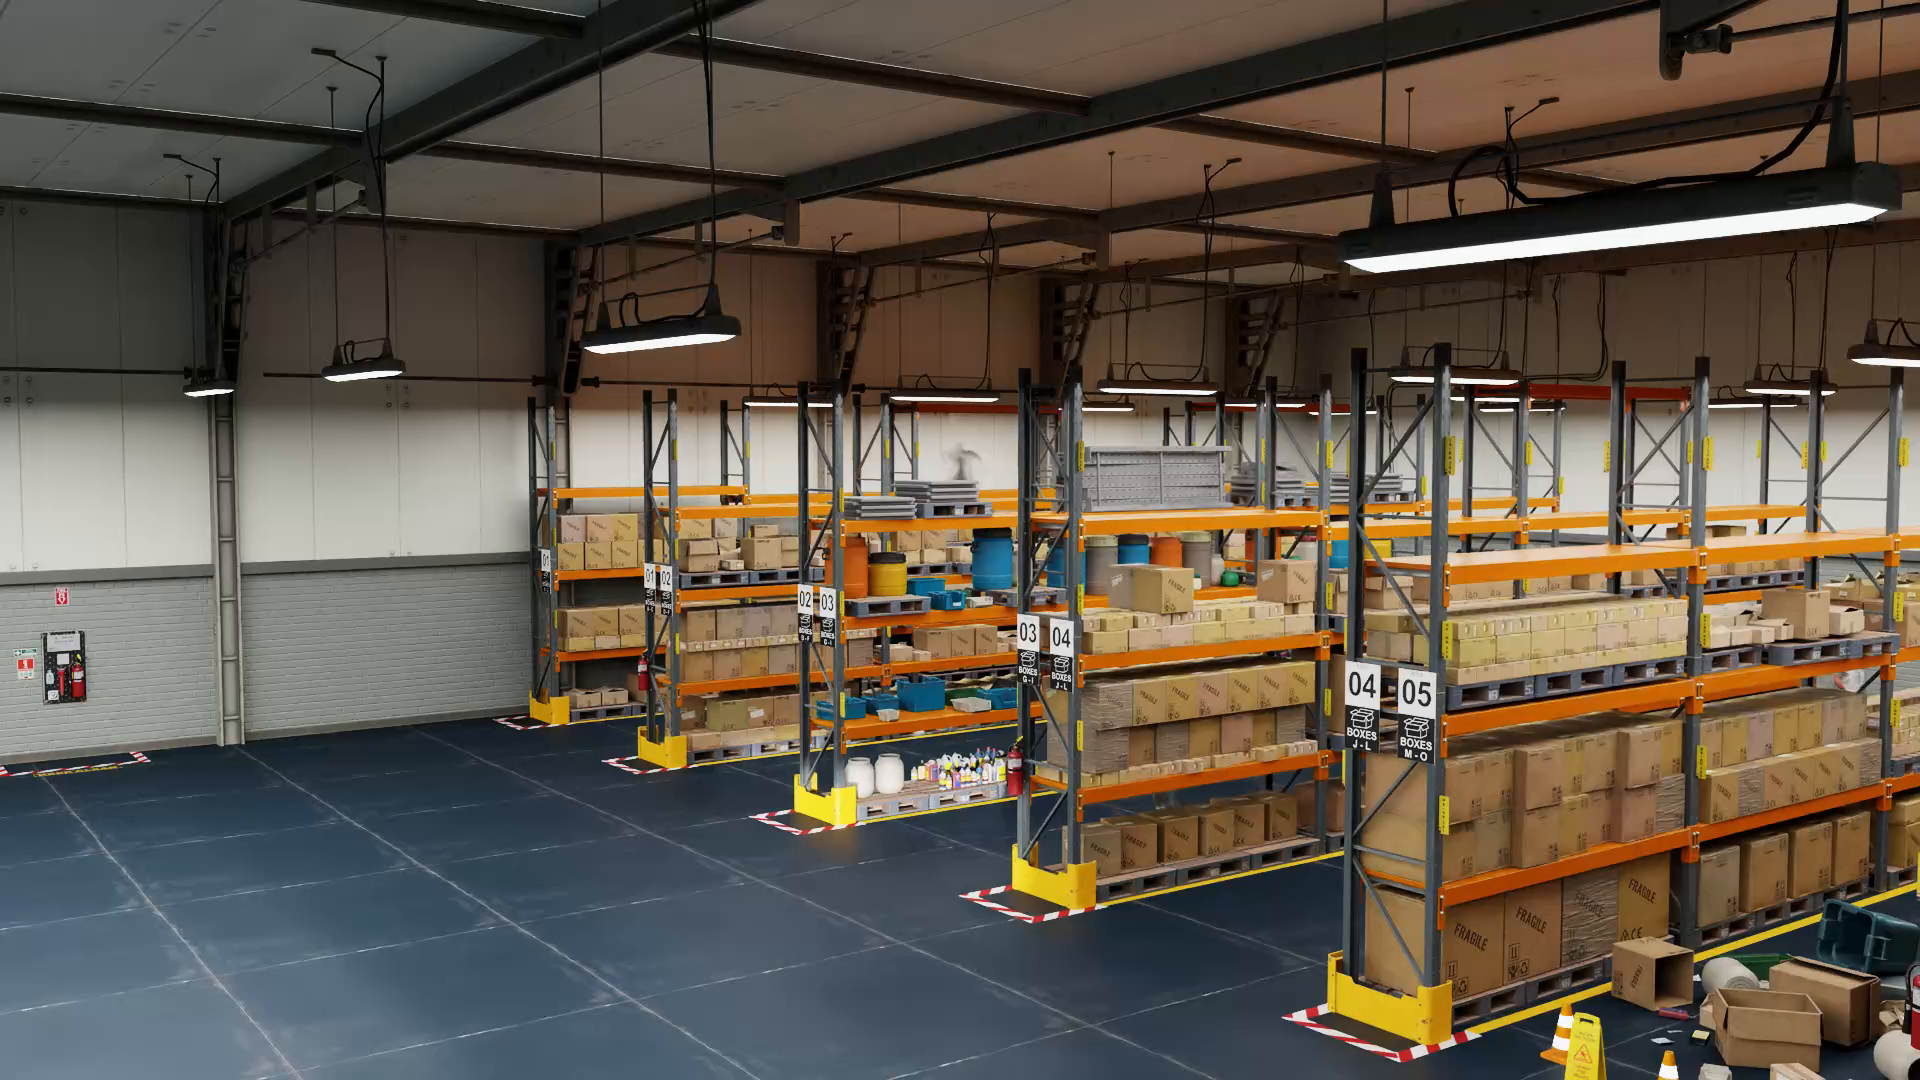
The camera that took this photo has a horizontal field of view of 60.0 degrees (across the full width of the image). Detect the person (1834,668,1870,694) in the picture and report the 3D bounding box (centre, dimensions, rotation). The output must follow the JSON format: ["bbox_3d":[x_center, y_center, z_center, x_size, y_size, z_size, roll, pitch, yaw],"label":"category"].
[{"bbox_3d":[15.161,2.632,28.162,0.688,1.747,0.514,-1,4,-23],"label":"person"}]

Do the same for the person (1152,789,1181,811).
[{"bbox_3d":[2.771,3.020,22.701,0.492,1.587,0.645,3,4,41],"label":"person"}]
